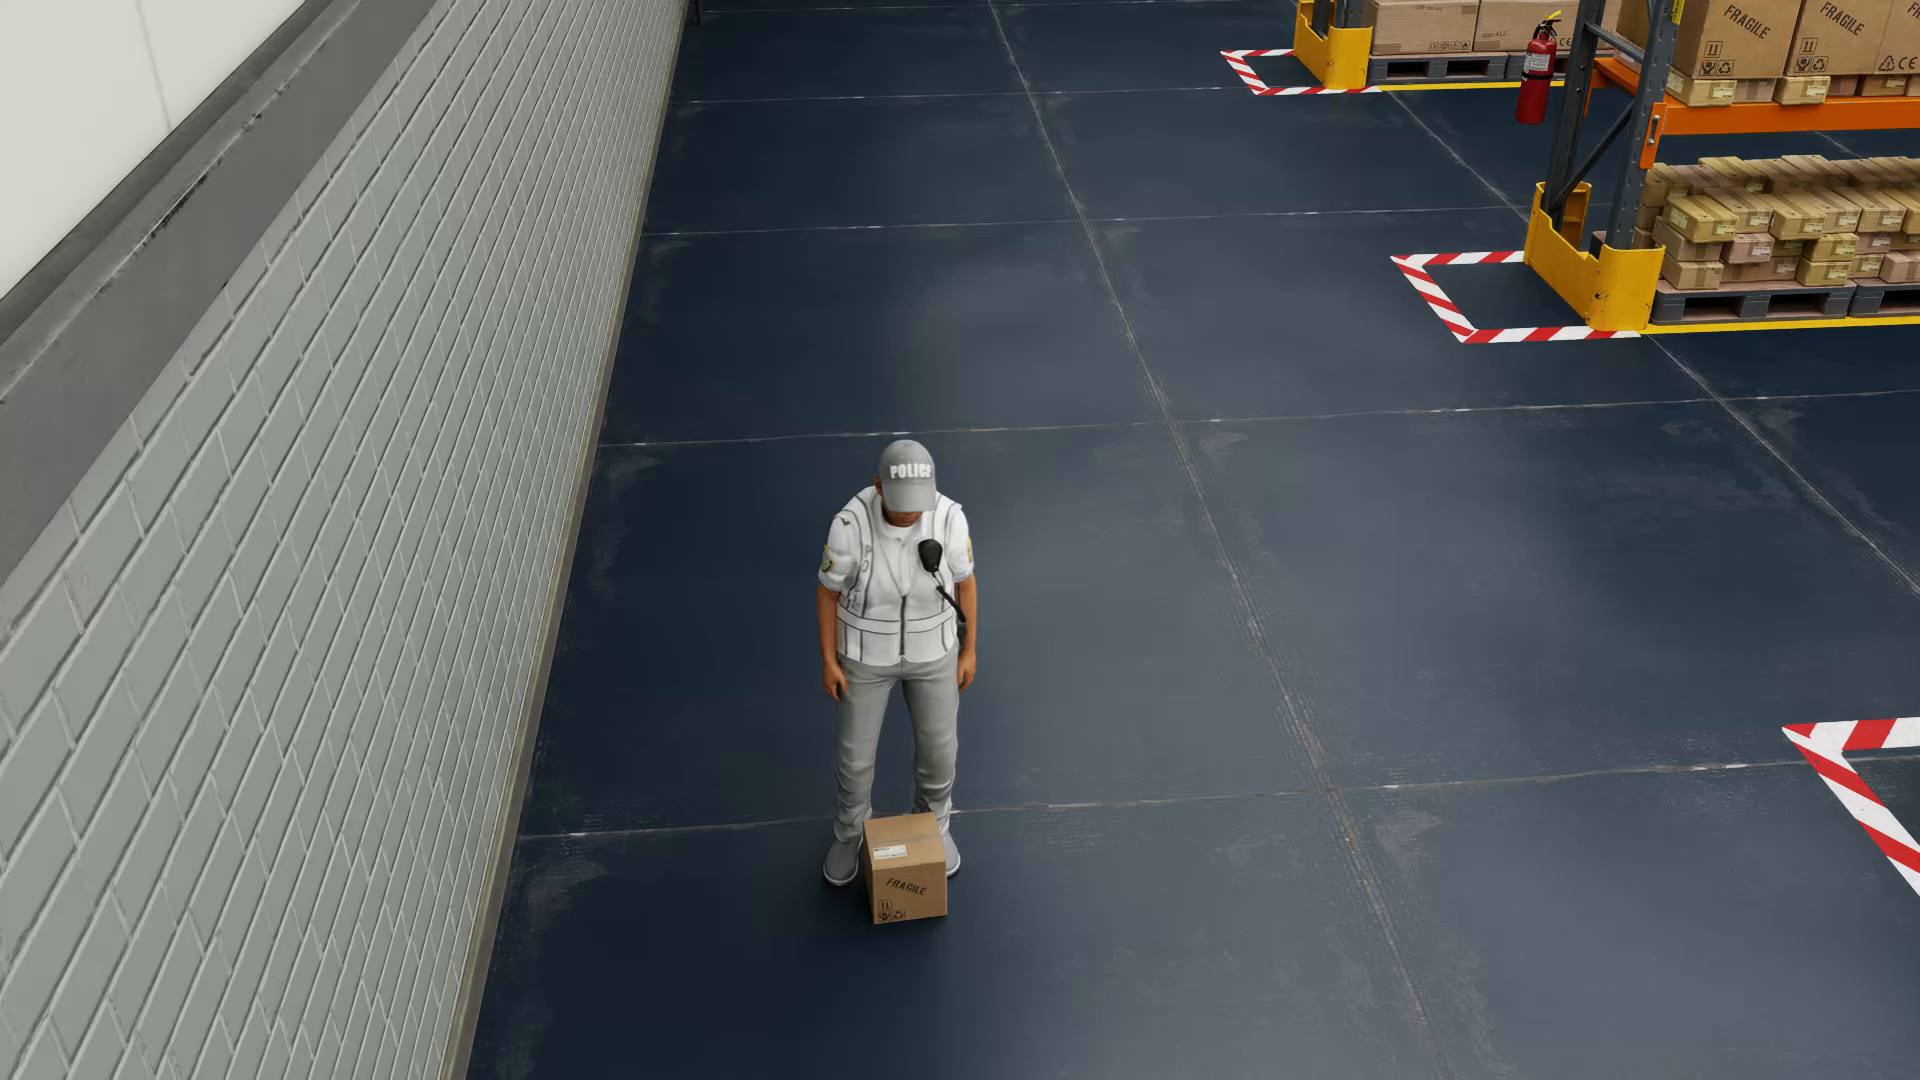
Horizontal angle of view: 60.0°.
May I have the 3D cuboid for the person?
[{"bbox_3d":[-0.212,0.398,5.473,0.559,1.665,0.457,-5,32,-7],"label":"person"}]
